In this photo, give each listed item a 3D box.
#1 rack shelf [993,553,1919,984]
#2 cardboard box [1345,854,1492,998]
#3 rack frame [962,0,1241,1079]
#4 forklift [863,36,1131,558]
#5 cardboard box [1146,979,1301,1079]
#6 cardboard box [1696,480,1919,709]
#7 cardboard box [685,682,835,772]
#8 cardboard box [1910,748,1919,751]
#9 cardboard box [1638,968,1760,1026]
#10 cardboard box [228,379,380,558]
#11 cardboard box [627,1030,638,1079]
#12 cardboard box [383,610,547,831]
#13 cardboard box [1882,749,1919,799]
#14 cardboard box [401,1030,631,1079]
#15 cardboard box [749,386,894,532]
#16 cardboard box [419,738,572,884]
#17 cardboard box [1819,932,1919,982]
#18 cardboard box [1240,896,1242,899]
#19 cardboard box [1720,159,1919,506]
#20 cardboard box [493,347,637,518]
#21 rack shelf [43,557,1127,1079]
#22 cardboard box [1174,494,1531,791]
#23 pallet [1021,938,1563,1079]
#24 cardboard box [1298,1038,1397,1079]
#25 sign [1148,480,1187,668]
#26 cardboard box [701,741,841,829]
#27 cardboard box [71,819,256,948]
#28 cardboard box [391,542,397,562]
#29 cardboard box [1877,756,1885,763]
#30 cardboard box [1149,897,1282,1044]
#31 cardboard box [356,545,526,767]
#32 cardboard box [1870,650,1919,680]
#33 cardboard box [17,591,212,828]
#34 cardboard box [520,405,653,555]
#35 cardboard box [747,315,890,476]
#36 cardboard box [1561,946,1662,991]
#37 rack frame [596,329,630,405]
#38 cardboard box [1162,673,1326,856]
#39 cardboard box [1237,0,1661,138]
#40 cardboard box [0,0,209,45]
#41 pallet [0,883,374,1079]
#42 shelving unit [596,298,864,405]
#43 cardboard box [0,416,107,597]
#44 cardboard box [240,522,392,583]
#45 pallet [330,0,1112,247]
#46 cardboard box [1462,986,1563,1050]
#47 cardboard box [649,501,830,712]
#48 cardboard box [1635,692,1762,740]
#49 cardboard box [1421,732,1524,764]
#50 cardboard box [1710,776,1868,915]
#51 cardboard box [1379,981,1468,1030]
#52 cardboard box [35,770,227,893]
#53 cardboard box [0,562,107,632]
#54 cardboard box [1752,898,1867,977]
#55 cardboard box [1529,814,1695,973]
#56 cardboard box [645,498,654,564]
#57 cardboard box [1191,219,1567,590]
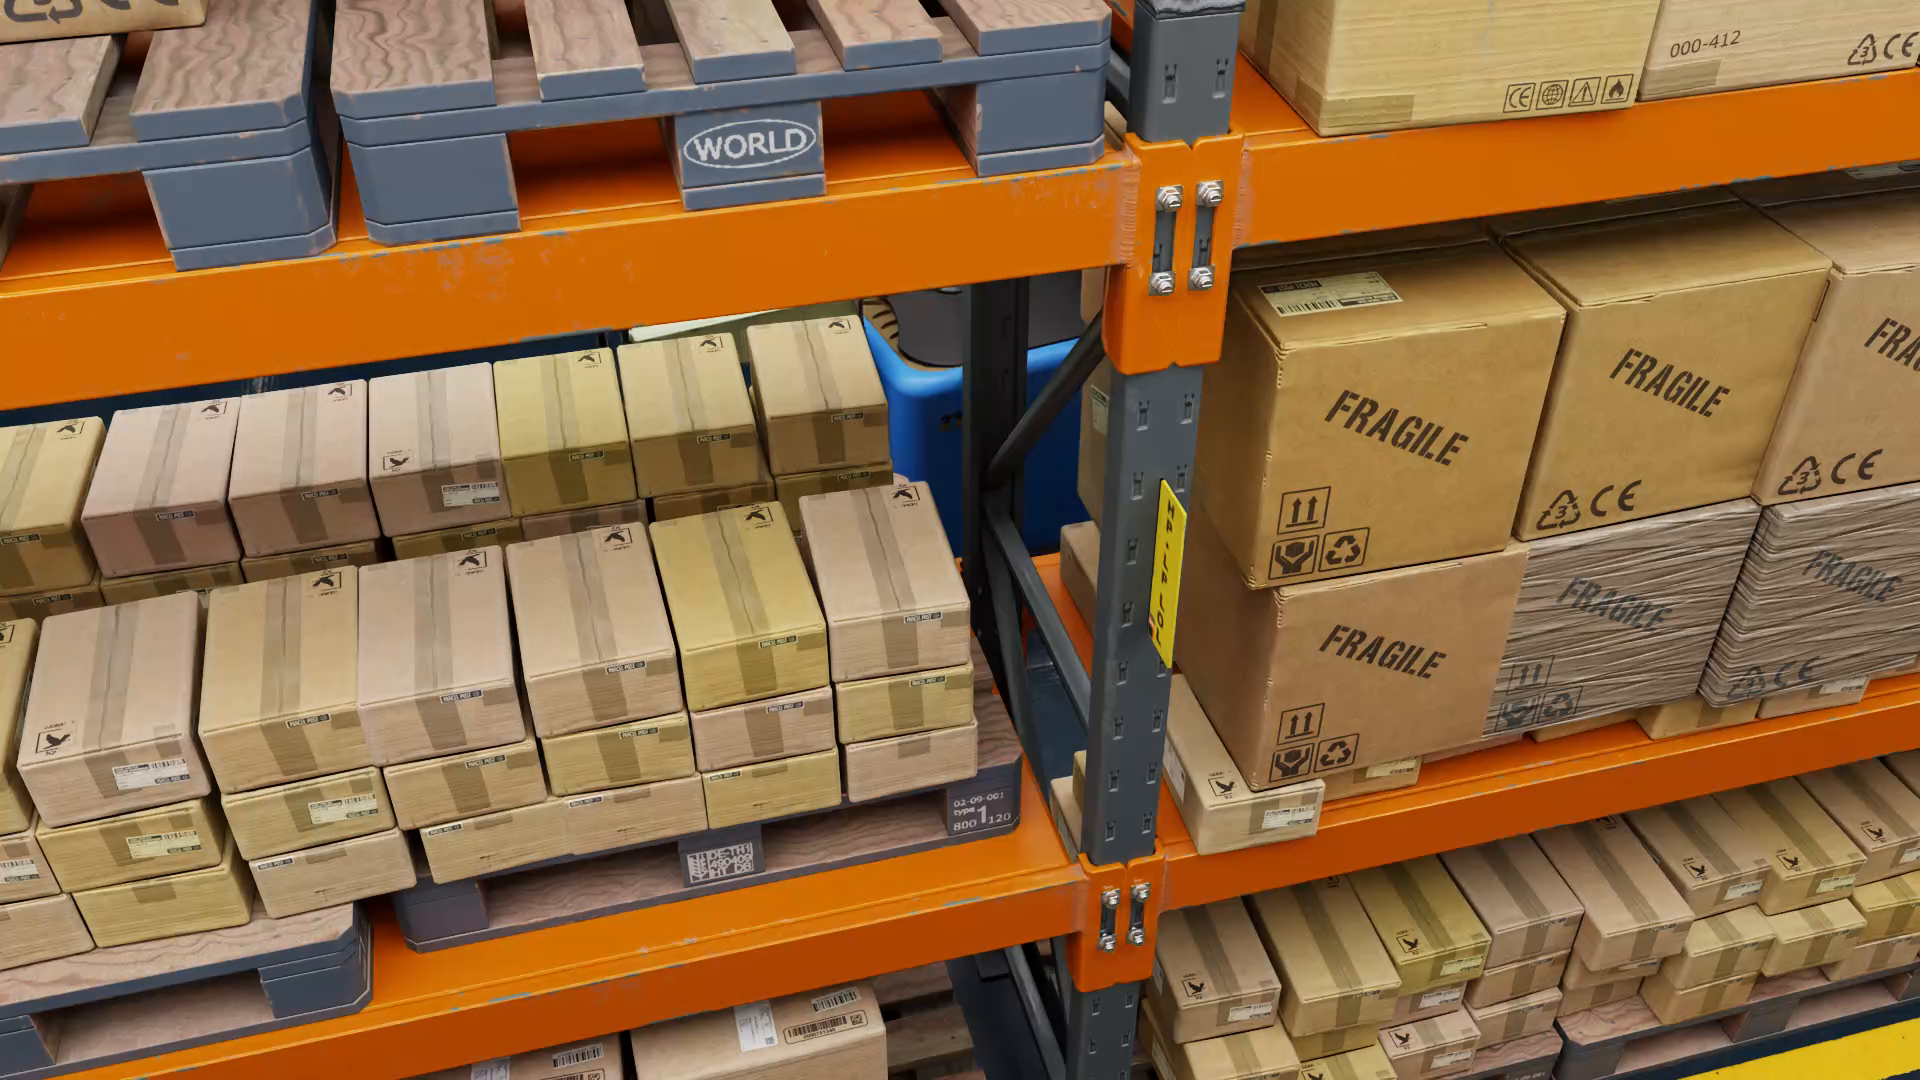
[{"bbox_3d":[2.124,0.164,4.159,4.000,0.370,1.077,-9,38,-12],"label":"rack shelf"},{"bbox_3d":[1.092,0.913,4.099,0.250,0.149,0.380,-10,39,-13],"label":"cardboard box"},{"bbox_3d":[0.193,0.195,3.526,0.127,3.000,1.000,-9,38,-12],"label":"rack frame"},{"bbox_3d":[0.983,-1.434,5.712,3.031,2.935,1.130,-16,40,-20],"label":"forklift"},{"bbox_3d":[0.626,1.172,4.004,0.250,0.149,0.380,-8,38,-10],"label":"cardboard box"},{"bbox_3d":[1.708,-0.035,3.500,0.500,0.500,0.500,-10,39,-13],"label":"cardboard box"},{"bbox_3d":[-0.394,0.231,3.096,0.250,0.149,0.380,-9,38,-12],"label":"cardboard box"},{"bbox_3d":[2.832,0.725,4.589,0.250,0.149,0.380,-10,38,-12],"label":"cardboard box"},{"bbox_3d":[1.870,1.062,4.394,0.250,0.149,0.380,-10,39,-13],"label":"cardboard box"},{"bbox_3d":[-1.312,-0.150,3.349,0.250,0.149,0.380,-10,38,-12],"label":"cardboard box"},{"bbox_3d":[-0.951,1.367,3.706,0.500,0.500,0.500,-10,39,-13],"label":"cardboard box"},{"bbox_3d":[-0.897,0.314,2.986,0.250,0.149,0.380,-11,39,-13],"label":"cardboard box"},{"bbox_3d":[2.624,0.724,4.346,0.250,0.149,0.380,-8,38,-10],"label":"cardboard box"},{"bbox_3d":[-0.960,1.063,3.486,0.500,0.250,0.500,-8,38,-10],"label":"cardboard box"},{"bbox_3d":[-0.307,-0.198,3.656,0.250,0.149,0.380,-9,38,-11],"label":"cardboard box"},{"bbox_3d":[-0.873,0.426,3.085,0.250,0.149,0.380,-11,39,-14],"label":"cardboard box"},{"bbox_3d":[2.367,0.979,4.502,0.250,0.149,0.380,-9,38,-11],"label":"cardboard box"},{"bbox_3d":[0.755,0.906,4.597,0.250,0.149,0.380,-8,38,-11],"label":"cardboard box"},{"bbox_3d":[1.683,-0.441,3.208,0.500,0.500,0.500,-9,38,-11],"label":"cardboard box"},{"bbox_3d":[-0.823,-0.229,3.452,0.250,0.149,0.380,-9,38,-12],"label":"cardboard box"},{"bbox_3d":[-1.738,0.797,3.331,4.000,0.370,1.077,-9,38,-12],"label":"rack shelf"},{"bbox_3d":[0.737,0.106,3.315,0.500,0.500,0.500,-10,39,-13],"label":"cardboard box"},{"bbox_3d":[0.832,1.175,4.540,1.213,0.211,1.003,-9,38,-12],"label":"pallet"},{"bbox_3d":[0.885,1.249,4.149,0.250,0.149,0.380,-8,38,-11],"label":"cardboard box"},{"bbox_3d":[0.341,0.060,2.750,0.005,0.325,0.100,-9,38,-12],"label":"sign"},{"bbox_3d":[-0.389,0.348,3.187,0.250,0.149,0.380,-9,38,-12],"label":"cardboard box"},{"bbox_3d":[-1.396,0.515,2.969,0.250,0.149,0.380,-8,38,-10],"label":"cardboard box"},{"bbox_3d":[-1.304,0.085,3.531,0.250,0.149,0.380,-11,39,-14],"label":"cardboard box"},{"bbox_3d":[2.482,0.517,4.862,0.250,0.149,0.380,-11,39,-14],"label":"cardboard box"},{"bbox_3d":[0.580,0.991,3.997,0.250,0.149,0.380,-8,38,-10],"label":"cardboard box"},{"bbox_3d":[-0.906,0.194,2.899,0.250,0.149,0.380,-9,38,-12],"label":"cardboard box"},{"bbox_3d":[2.057,0.135,3.812,0.250,0.149,0.380,-8,38,-10],"label":"cardboard box"},{"bbox_3d":[-1.402,0.276,2.792,0.250,0.149,0.380,-11,39,-14],"label":"cardboard box"},{"bbox_3d":[-0.806,-0.114,3.547,0.250,0.149,0.380,-8,38,-11],"label":"cardboard box"},{"bbox_3d":[-0.307,-0.316,3.566,0.250,0.149,0.380,-7,38,-10],"label":"cardboard box"},{"bbox_3d":[1.606,0.949,4.296,0.250,0.149,0.380,-8,38,-10],"label":"cardboard box"},{"bbox_3d":[-1.058,-0.250,5.342,0.023,1.500,0.400,-16,40,-20],"label":"rack frame"},{"bbox_3d":[0.552,0.442,3.411,0.250,0.149,0.380,-8,38,-10],"label":"cardboard box"},{"bbox_3d":[0.709,-0.855,2.554,0.500,0.250,0.500,-7,38,-10],"label":"cardboard box"},{"bbox_3d":[-1.333,-1.037,2.237,0.637,0.503,0.797,-10,38,-13],"label":"cardboard box"},{"bbox_3d":[-1.768,0.567,3.198,1.213,0.211,1.003,-9,38,-12],"label":"pallet"},{"bbox_3d":[-0.726,-0.343,5.464,0.755,1.500,0.431,-16,40,-20],"label":"shelving unit"},{"bbox_3d":[-1.815,-0.066,3.238,0.250,0.149,0.380,-8,38,-11],"label":"cardboard box"},{"bbox_3d":[-1.317,-0.029,3.435,0.250,0.149,0.380,-8,38,-10],"label":"cardboard box"},{"bbox_3d":[-0.431,-0.887,2.626,1.003,0.211,1.213,-9,38,-12],"label":"pallet"},{"bbox_3d":[1.344,1.110,4.331,0.250,0.149,0.380,-10,39,-13],"label":"cardboard box"},{"bbox_3d":[-0.403,0.113,3.005,0.250,0.149,0.380,-10,39,-13],"label":"cardboard box"},{"bbox_3d":[1.550,0.243,3.670,0.250,0.149,0.380,-9,38,-11],"label":"cardboard box"},{"bbox_3d":[1.026,0.284,3.616,0.250,0.149,0.380,-11,39,-14],"label":"cardboard box"},{"bbox_3d":[2.095,0.758,4.301,0.250,0.149,0.380,-9,38,-12],"label":"cardboard box"},{"bbox_3d":[1.073,1.020,4.204,0.250,0.149,0.380,-10,38,-12],"label":"cardboard box"},{"bbox_3d":[-1.411,0.399,2.875,0.250,0.149,0.380,-9,38,-12],"label":"cardboard box"},{"bbox_3d":[-1.817,0.051,3.330,0.250,0.149,0.380,-10,39,-13],"label":"cardboard box"},{"bbox_3d":[2.111,0.922,4.332,0.250,0.149,0.380,-9,38,-11],"label":"cardboard box"},{"bbox_3d":[1.605,0.866,4.160,0.250,0.149,0.380,-9,38,-11],"label":"cardboard box"},{"bbox_3d":[-0.573,-0.032,3.684,0.250,0.149,0.380,-9,38,-11],"label":"cardboard box"},{"bbox_3d":[0.692,-0.289,3.009,0.500,0.500,0.500,-8,38,-11],"label":"cardboard box"}]
